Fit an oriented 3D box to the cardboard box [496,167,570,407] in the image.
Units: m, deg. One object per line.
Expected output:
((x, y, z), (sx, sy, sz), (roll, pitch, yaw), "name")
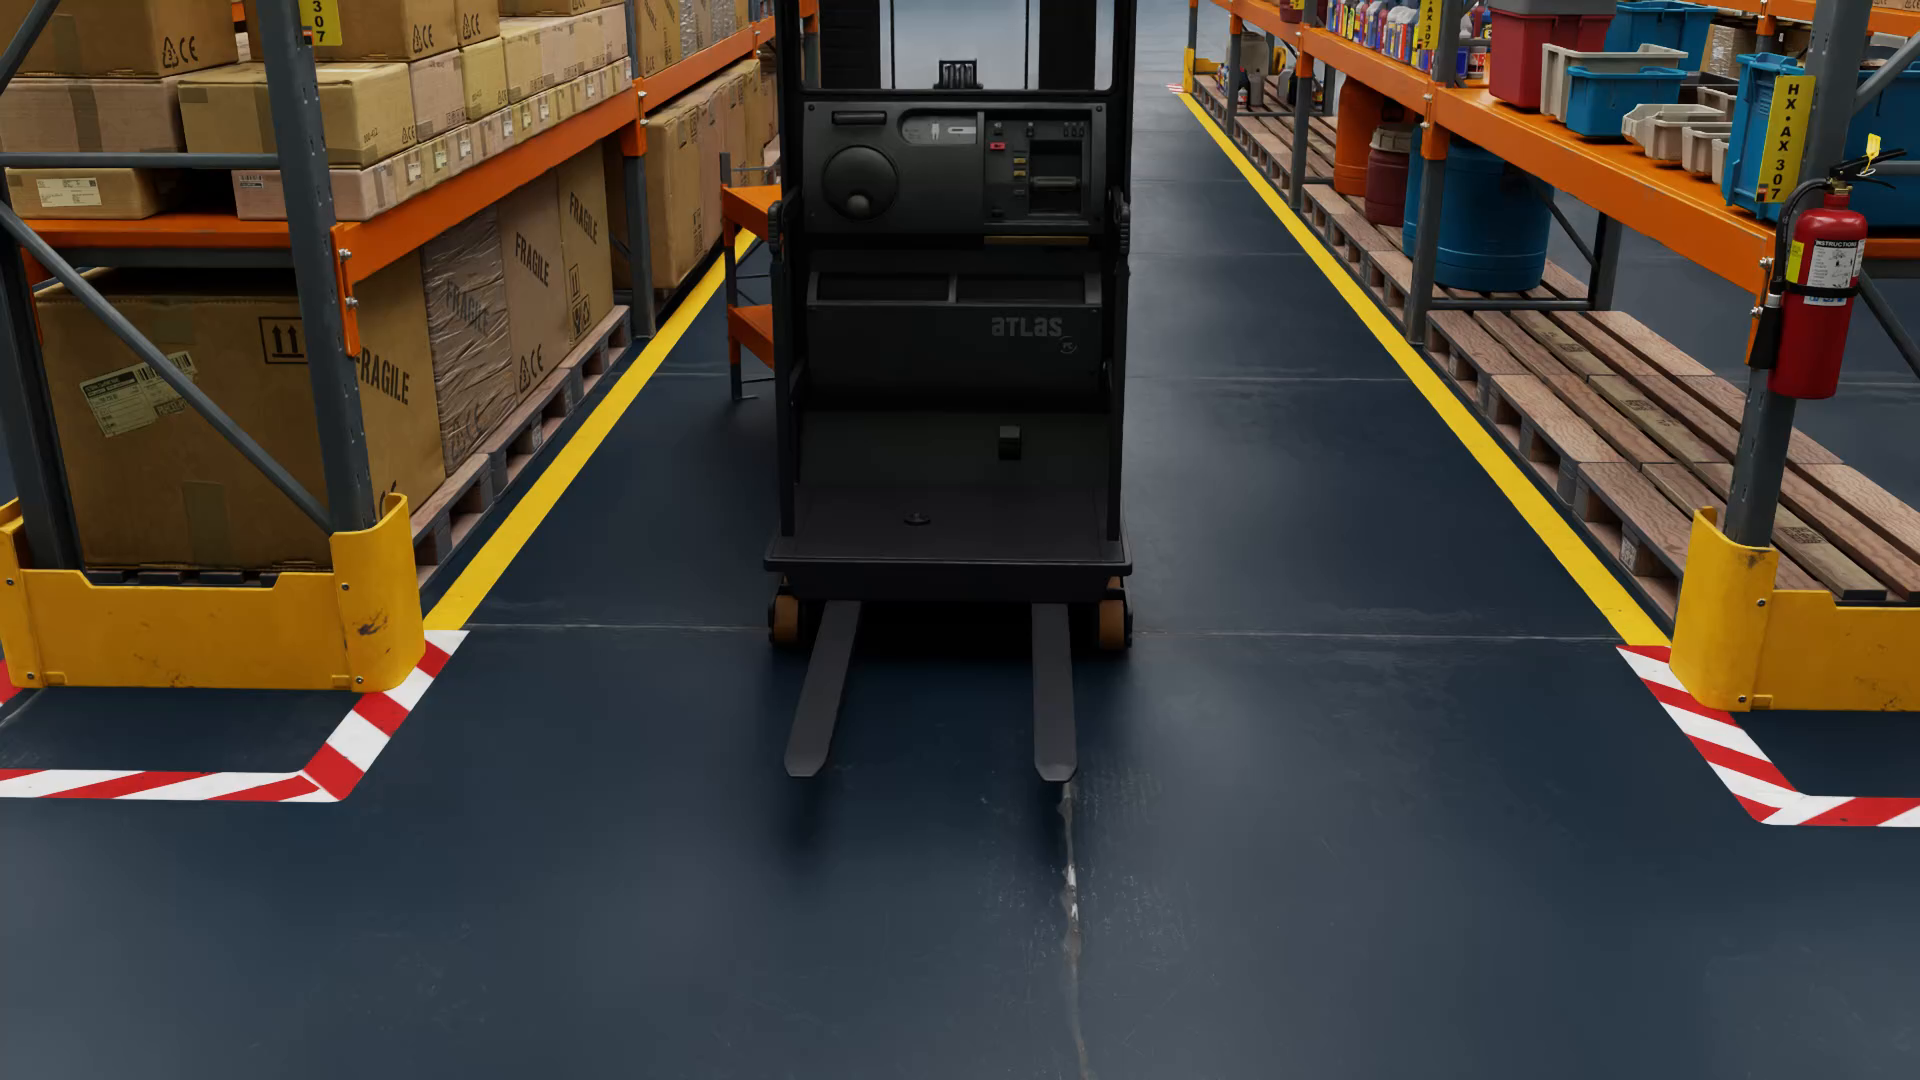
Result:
((-2.243, -1.115, 7.113), (0.875, 0.875, 0.875), (1, 21, 2), "cardboard box")

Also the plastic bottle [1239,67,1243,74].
((2.816, -4.587, 16.757), (0.144, 0.351, 0.185), (0, 21, -1), "plastic bottle")

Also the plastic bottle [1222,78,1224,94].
((2.817, -4.810, 17.539), (0.097, 0.201, 0.097), (0, 21, 0), "plastic bottle")

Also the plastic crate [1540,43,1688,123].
((2.605, -1.841, 6.709), (0.437, 0.282, 0.530), (1, 21, 2), "plastic crate")

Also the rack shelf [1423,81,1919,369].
((2.774, -1.360, 6.382), (1.077, 0.370, 4.000), (1, 21, 2), "rack shelf")

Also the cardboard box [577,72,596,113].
((-1.821, -1.963, 7.290), (0.380, 0.149, 0.250), (1, 21, 3), "cardboard box")

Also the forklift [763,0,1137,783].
((-0.022, -1.139, 4.912), (1.130, 2.935, 3.031), (1, 21, 2), "forklift")

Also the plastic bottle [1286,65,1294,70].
((3.548, -4.933, 17.753), (0.152, 0.276, 0.135), (1, 21, 2), "plastic bottle")

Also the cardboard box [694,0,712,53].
((-1.811, -3.233, 10.076), (0.500, 0.500, 0.500), (1, 21, 3), "cardboard box")

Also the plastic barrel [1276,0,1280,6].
((2.795, -4.609, 13.574), (0.433, 0.535, 0.433), (0, 21, 0), "plastic barrel")

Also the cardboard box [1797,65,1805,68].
((7.748, -4.103, 14.902), (0.500, 0.311, 0.500), (0, 21, 1), "cardboard box")

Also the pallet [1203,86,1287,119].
((3.175, -4.696, 17.840), (1.003, 0.211, 1.213), (1, 21, 2), "pallet")

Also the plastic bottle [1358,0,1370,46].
((2.540, -3.240, 10.395), (0.061, 0.283, 0.133), (1, 21, 2), "plastic bottle")

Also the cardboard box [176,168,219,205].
((-2.549, -1.136, 5.158), (0.380, 0.149, 0.250), (1, 21, 2), "cardboard box")

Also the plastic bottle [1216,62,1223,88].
((2.834, -5.039, 18.031), (0.097, 0.271, 0.097), (0, 21, 0), "plastic bottle")

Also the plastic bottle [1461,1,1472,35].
((2.680, -2.730, 8.987), (0.144, 0.351, 0.185), (1, 21, 2), "plastic bottle")

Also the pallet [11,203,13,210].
((-6.974, -2.428, 11.995), (1.003, 0.211, 1.213), (1, 21, 2), "pallet")

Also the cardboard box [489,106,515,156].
((-1.860, -1.499, 6.094), (0.380, 0.149, 0.250), (0, 21, 1), "cardboard box")

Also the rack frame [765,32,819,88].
((-1.872, -5.366, 15.711), (1.000, 3.000, 0.127), (1, 21, 2), "rack frame")

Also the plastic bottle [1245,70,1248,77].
((2.929, -4.680, 17.092), (0.061, 0.283, 0.133), (1, 21, 2), "plastic bottle")

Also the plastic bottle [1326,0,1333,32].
((2.621, -3.654, 11.472), (0.152, 0.276, 0.135), (1, 21, 2), "plastic bottle")

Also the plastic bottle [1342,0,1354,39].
((2.557, -3.442, 10.916), (0.061, 0.283, 0.133), (1, 21, 2), "plastic bottle")

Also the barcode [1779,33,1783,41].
((7.606, -4.655, 15.400), (0.001, 0.075, 0.075), (1, 21, 2), "barcode")

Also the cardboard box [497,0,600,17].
((-1.881, -2.541, 7.191), (0.500, 0.500, 0.500), (1, 21, 2), "cardboard box")

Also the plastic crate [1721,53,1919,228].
((2.537, -1.140, 4.689), (0.616, 0.435, 0.499), (1, 21, 2), "plastic crate")

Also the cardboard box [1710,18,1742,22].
((7.864, -5.231, 17.549), (0.500, 0.500, 0.500), (1, 21, 2), "cardboard box")

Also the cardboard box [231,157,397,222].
((-1.896, -1.035, 4.896), (0.380, 0.149, 0.250), (1, 21, 2), "cardboard box")

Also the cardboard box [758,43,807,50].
((-1.870, -4.973, 17.574), (0.500, 0.500, 0.500), (-1, 21, -3), "cardboard box")

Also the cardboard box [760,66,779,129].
((-1.946, -4.011, 15.068), (0.700, 0.500, 0.500), (1, 21, 1), "cardboard box")

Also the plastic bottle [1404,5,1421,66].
((2.542, -2.799, 9.163), (0.144, 0.351, 0.185), (1, 21, 2), "plastic bottle")

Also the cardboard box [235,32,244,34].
((-6.756, -4.378, 15.696), (1.050, 0.750, 0.750), (1, 21, 1), "cardboard box")

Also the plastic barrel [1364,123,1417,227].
((2.925, -2.351, 10.695), (0.600, 0.588, 0.708), (1, 21, 2), "plastic barrel")

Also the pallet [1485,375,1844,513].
((2.817, -0.410, 6.794), (1.003, 0.211, 1.213), (1, 21, 2), "pallet")

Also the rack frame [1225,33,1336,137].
((3.079, -5.311, 15.571), (1.000, 3.000, 0.127), (1, 21, 2), "rack frame")

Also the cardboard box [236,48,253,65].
((-2.471, -1.457, 5.434), (0.500, 0.250, 0.500), (0, 21, 1), "cardboard box")

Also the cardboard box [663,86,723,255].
((-2.090, -2.233, 9.994), (1.225, 0.875, 0.875), (0, 21, 0), "cardboard box")

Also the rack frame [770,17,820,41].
((-1.750, -6.812, 19.439), (1.000, 3.000, 0.127), (1, 21, 2), "rack frame")

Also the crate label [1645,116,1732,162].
((2.565, -1.380, 5.720), (0.396, 0.136, 0.243), (1, 21, 2), "crate label")

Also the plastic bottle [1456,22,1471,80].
((2.524, -2.507, 8.515), (0.152, 0.276, 0.135), (1, 21, 2), "plastic bottle")

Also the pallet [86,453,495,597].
((-2.291, -0.017, 5.781), (1.003, 0.211, 1.213), (1, 21, 2), "pallet")

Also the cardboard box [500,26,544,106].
((-1.914, -1.825, 6.381), (0.500, 0.250, 0.500), (0, 21, 1), "cardboard box")

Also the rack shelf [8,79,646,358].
((-2.176, -1.415, 6.523), (1.077, 0.370, 4.000), (1, 21, 2), "rack shelf")

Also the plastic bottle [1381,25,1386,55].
((2.538, -2.961, 9.789), (0.097, 0.201, 0.097), (0, 21, 0), "plastic bottle")

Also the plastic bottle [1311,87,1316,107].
((3.533, -4.396, 16.471), (0.097, 0.201, 0.097), (0, 21, 0), "plastic bottle")

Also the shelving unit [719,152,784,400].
((-0.630, -1.041, 7.157), (0.538, 1.125, 1.048), (-9, 23, -21), "shelving unit")

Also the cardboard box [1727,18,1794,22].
((8.400, -5.225, 17.534), (0.500, 0.500, 0.500), (1, 21, 2), "cardboard box")

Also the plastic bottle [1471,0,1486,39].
((3.187, -3.181, 10.242), (0.061, 0.283, 0.133), (1, 21, 2), "plastic bottle")

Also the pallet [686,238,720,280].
((-2.133, -1.895, 10.622), (1.003, 0.211, 1.213), (1, 21, 2), "pallet")
